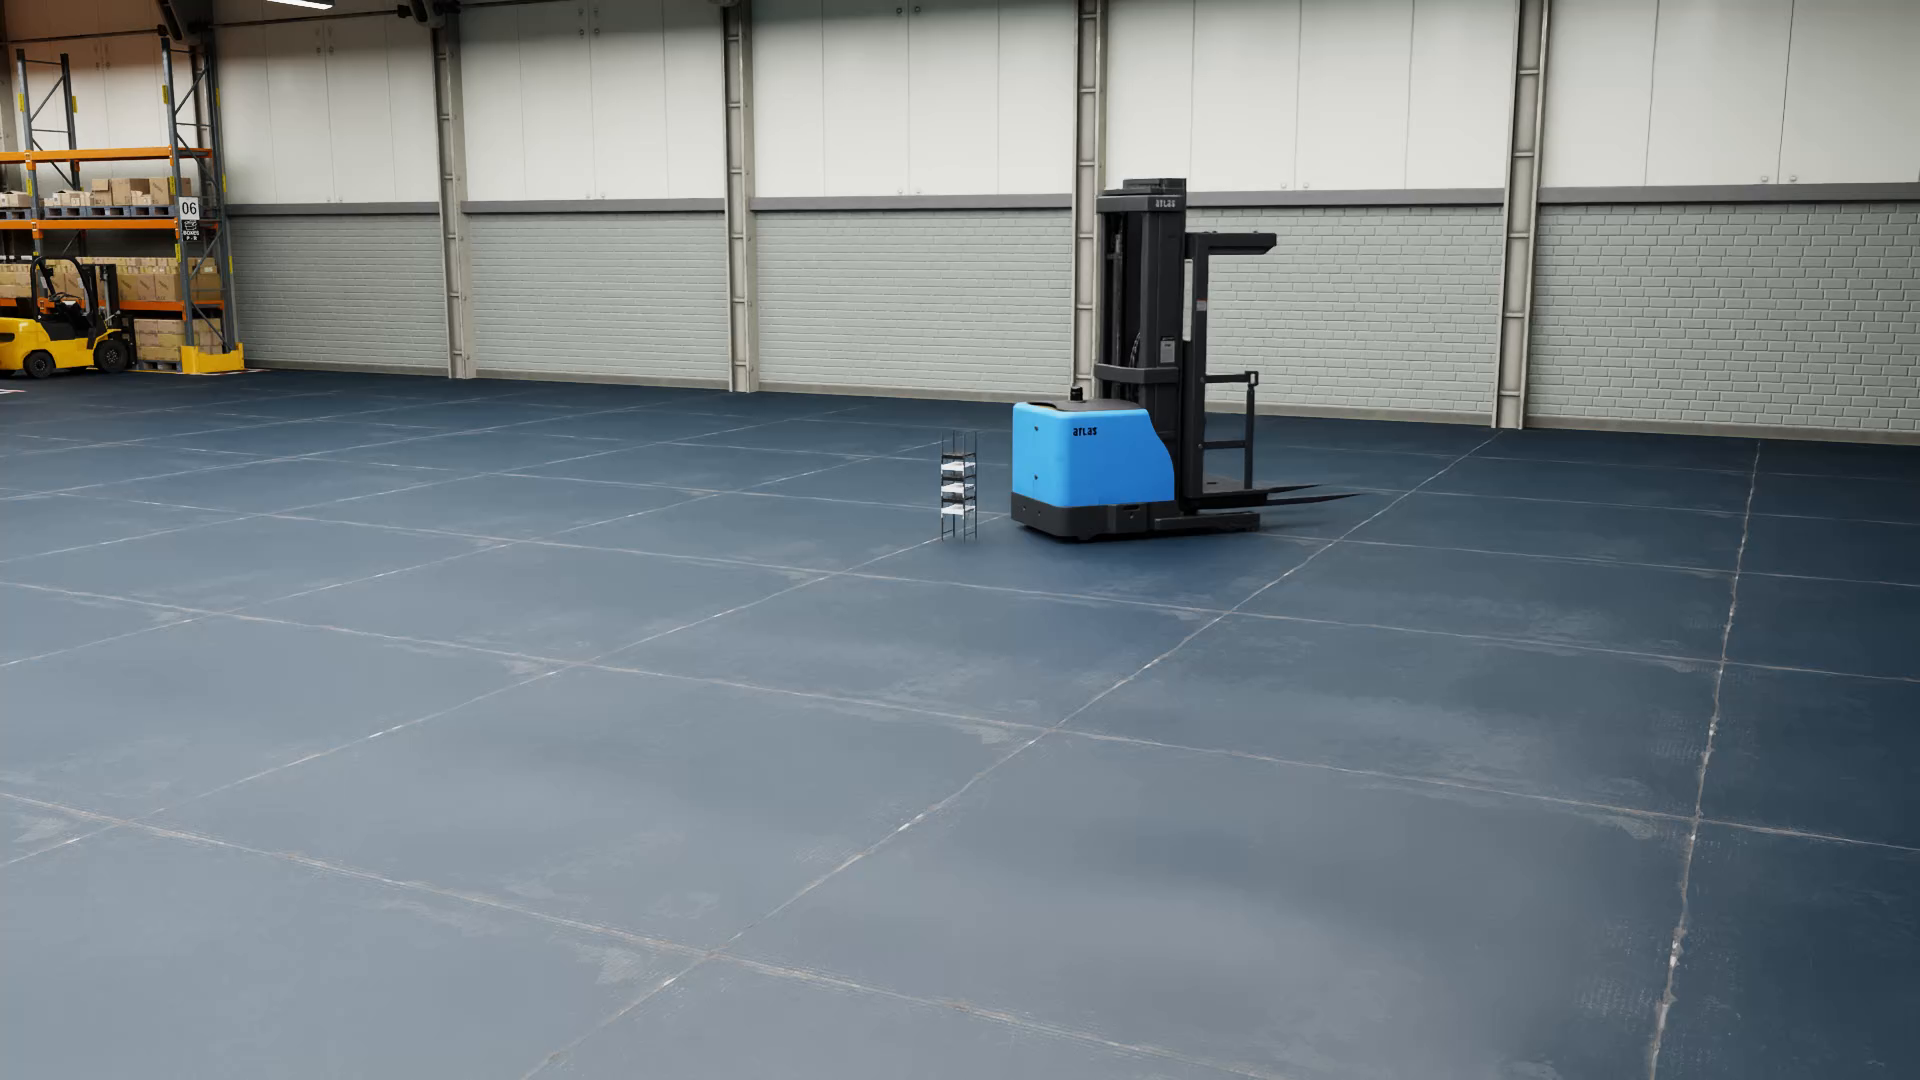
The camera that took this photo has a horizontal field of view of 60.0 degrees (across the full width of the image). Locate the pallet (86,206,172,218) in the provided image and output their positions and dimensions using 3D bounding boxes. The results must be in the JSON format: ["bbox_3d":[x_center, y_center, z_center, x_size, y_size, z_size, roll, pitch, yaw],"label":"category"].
[{"bbox_3d":[-15.777,-6.244,31.632,1.213,0.211,1.003,5,11,26],"label":"pallet"}]

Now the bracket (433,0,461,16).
[{"bbox_3d":[-8.686,-9.015,28.168,0.430,0.232,0.235,5,11,26],"label":"bracket"}]

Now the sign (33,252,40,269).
[{"bbox_3d":[-17.875,-5.414,32.193,0.005,0.325,0.100,5,11,26],"label":"sign"}]

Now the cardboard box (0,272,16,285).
[{"bbox_3d":[-18.662,-5.180,32.947,0.500,0.250,0.500,5,11,24],"label":"cardboard box"}]

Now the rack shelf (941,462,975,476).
[{"bbox_3d":[-0.007,-0.588,13.627,0.200,0.077,0.258,5,11,26],"label":"rack shelf"}]

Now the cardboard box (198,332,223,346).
[{"bbox_3d":[-14.386,-3.825,31.582,0.500,0.250,0.500,5,12,27],"label":"cardboard box"}]

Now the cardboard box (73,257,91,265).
[{"bbox_3d":[-16.797,-5.351,31.939,0.250,0.149,0.380,5,12,27],"label":"cardboard box"}]

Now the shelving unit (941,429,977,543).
[{"bbox_3d":[-0.007,-0.443,13.654,0.210,0.900,0.258,5,11,26],"label":"shelving unit"}]

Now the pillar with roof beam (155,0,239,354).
[{"bbox_3d":[-16.187,-7.119,27.796,0.548,9.000,9.100,5,11,26],"label":"pillar with roof beam"}]

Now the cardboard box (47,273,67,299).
[{"bbox_3d":[-17.361,-4.943,32.340,0.500,0.500,0.500,5,11,24],"label":"cardboard box"}]

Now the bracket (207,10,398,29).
[{"bbox_3d":[-11.741,-9.284,29.652,4.783,0.066,0.076,5,11,26],"label":"bracket"}]

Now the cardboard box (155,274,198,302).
[{"bbox_3d":[-14.614,-4.702,31.005,0.500,0.500,0.500,5,11,25],"label":"cardboard box"}]

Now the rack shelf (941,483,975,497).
[{"bbox_3d":[-0.007,-0.411,13.660,0.200,0.077,0.258,5,11,26],"label":"rack shelf"}]

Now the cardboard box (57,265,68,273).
[{"bbox_3d":[-17.241,-5.252,32.224,0.250,0.149,0.380,5,12,27],"label":"cardboard box"}]

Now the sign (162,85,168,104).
[{"bbox_3d":[-14.310,-8.021,29.934,0.005,0.325,0.100,5,11,26],"label":"sign"}]

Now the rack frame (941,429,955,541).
[{"bbox_3d":[-0.098,-0.451,13.698,0.006,0.900,0.240,5,11,26],"label":"rack frame"}]

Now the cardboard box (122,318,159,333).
[{"bbox_3d":[-15.525,-4.065,31.503,0.500,0.250,0.500,5,11,27],"label":"cardboard box"}]

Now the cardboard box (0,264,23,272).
[{"bbox_3d":[-18.779,-5.375,32.906,0.250,0.149,0.380,5,11,24],"label":"cardboard box"}]

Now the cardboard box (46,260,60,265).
[{"bbox_3d":[-17.489,-5.413,32.279,0.250,0.149,0.380,5,12,27],"label":"cardboard box"}]

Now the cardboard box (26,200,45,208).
[{"bbox_3d":[-18.318,-6.677,33.024,0.250,0.149,0.380,5,11,26],"label":"cardboard box"}]

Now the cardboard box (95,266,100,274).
[{"bbox_3d":[-16.339,-5.167,31.752,0.250,0.149,0.380,5,11,24],"label":"cardboard box"}]

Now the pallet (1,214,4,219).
[{"bbox_3d":[-19.579,-6.542,33.563,1.213,0.211,1.003,6,12,28],"label":"pallet"}]

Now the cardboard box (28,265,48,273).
[{"bbox_3d":[-18.048,-5.331,32.659,0.250,0.149,0.380,5,12,28],"label":"cardboard box"}]

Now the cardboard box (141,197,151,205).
[{"bbox_3d":[-14.934,-6.281,30.833,0.250,0.149,0.380,5,11,24],"label":"cardboard box"}]

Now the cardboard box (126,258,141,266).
[{"bbox_3d":[-15.426,-5.230,31.267,0.250,0.149,0.380,5,12,27],"label":"cardboard box"}]

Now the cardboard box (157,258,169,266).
[{"bbox_3d":[-14.706,-5.179,30.988,0.250,0.149,0.380,5,11,26],"label":"cardboard box"}]

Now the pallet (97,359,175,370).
[{"bbox_3d":[-15.851,-3.433,32.108,1.213,0.211,1.003,5,11,26],"label":"pallet"}]

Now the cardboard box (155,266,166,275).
[{"bbox_3d":[-14.734,-5.022,30.953,0.250,0.149,0.380,5,12,27],"label":"cardboard box"}]

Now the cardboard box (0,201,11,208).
[{"bbox_3d":[-18.764,-6.617,32.692,0.250,0.149,0.380,5,11,26],"label":"cardboard box"}]

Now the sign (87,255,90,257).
[{"bbox_3d":[-17.400,-5.524,33.179,0.005,0.325,0.100,5,11,26],"label":"sign"}]

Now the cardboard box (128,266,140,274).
[{"bbox_3d":[-15.417,-5.087,31.313,0.250,0.149,0.380,5,11,24],"label":"cardboard box"}]

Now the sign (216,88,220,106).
[{"bbox_3d":[-13.806,-8.233,30.887,0.005,0.325,0.100,5,11,26],"label":"sign"}]

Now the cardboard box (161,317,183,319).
[{"bbox_3d":[-14.854,-4.108,31.740,0.500,0.250,0.500,5,11,26],"label":"cardboard box"}]

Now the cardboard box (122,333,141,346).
[{"bbox_3d":[-15.549,-3.822,31.564,0.500,0.250,0.500,5,11,25],"label":"cardboard box"}]

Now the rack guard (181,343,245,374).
[{"bbox_3d":[-14.035,-3.424,31.243,0.348,0.500,1.175,5,11,26],"label":"rack guard"}]

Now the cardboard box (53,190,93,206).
[{"bbox_3d":[-17.006,-6.554,31.890,0.500,0.311,0.500,5,12,27],"label":"cardboard box"}]

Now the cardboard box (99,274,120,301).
[{"bbox_3d":[-15.991,-4.822,31.671,0.500,0.500,0.500,5,11,26],"label":"cardboard box"}]

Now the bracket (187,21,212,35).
[{"bbox_3d":[-14.067,-9.488,30.781,0.430,0.232,0.235,5,11,26],"label":"bracket"}]

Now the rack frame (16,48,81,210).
[{"bbox_3d":[-17.644,-7.923,32.238,0.127,3.000,1.000,5,11,26],"label":"rack frame"}]

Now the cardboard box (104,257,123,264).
[{"bbox_3d":[-16.067,-5.307,31.695,0.250,0.149,0.380,5,11,26],"label":"cardboard box"}]

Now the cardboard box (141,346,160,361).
[{"bbox_3d":[-15.060,-3.536,31.389,0.500,0.250,0.500,5,11,26],"label":"cardboard box"}]

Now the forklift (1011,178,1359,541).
[{"bbox_3d":[2.008,-1.582,14.240,3.031,2.935,1.130,-4,11,-22],"label":"forklift"}]

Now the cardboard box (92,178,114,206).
[{"bbox_3d":[-15.943,-6.583,31.509,0.637,0.503,0.797,5,12,28],"label":"cardboard box"}]

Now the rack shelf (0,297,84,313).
[{"bbox_3d":[-19.437,-4.774,33.707,4.000,0.370,1.077,5,11,26],"label":"rack shelf"}]

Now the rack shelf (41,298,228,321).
[{"bbox_3d":[-15.850,-4.459,31.966,4.000,0.370,1.077,5,11,26],"label":"rack shelf"}]

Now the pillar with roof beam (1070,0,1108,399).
[{"bbox_3d":[-0.045,-5.700,19.959,0.400,9.000,9.100,5,11,26],"label":"pillar with roof beam"}]
